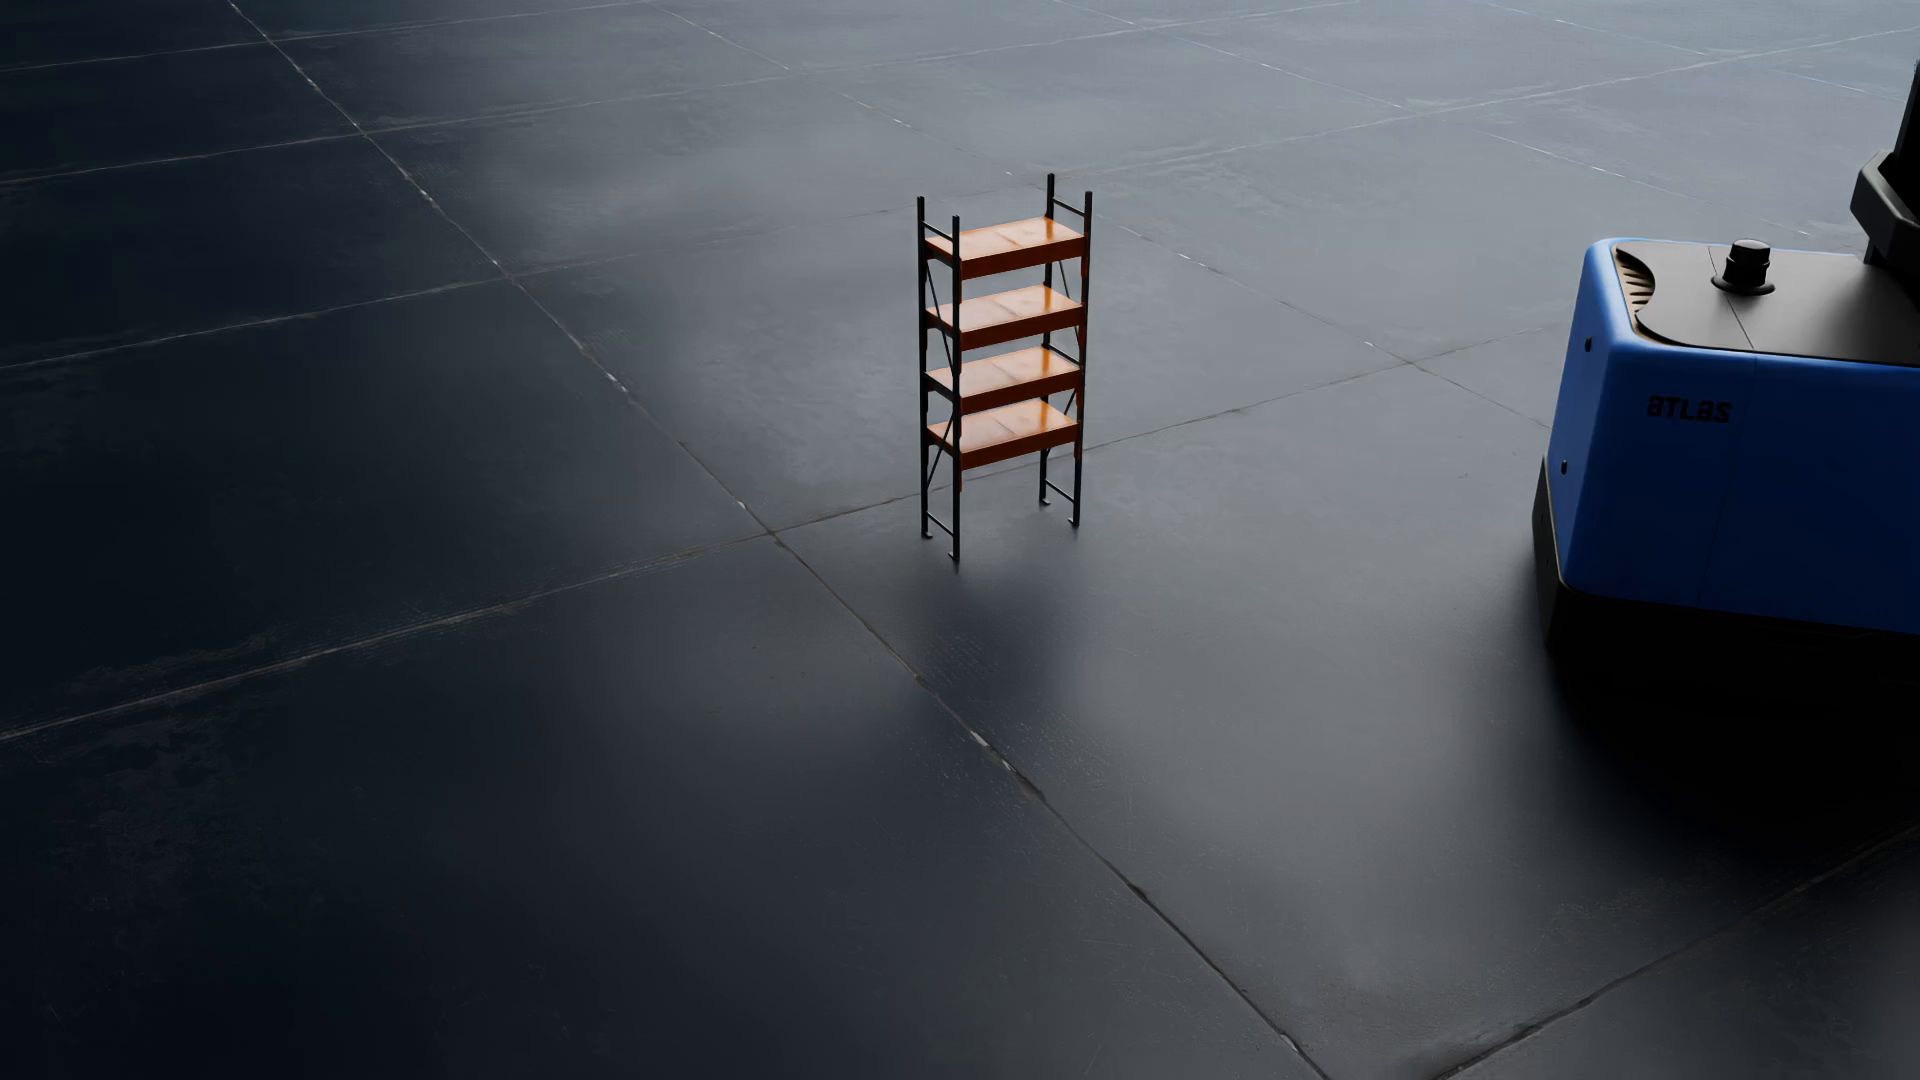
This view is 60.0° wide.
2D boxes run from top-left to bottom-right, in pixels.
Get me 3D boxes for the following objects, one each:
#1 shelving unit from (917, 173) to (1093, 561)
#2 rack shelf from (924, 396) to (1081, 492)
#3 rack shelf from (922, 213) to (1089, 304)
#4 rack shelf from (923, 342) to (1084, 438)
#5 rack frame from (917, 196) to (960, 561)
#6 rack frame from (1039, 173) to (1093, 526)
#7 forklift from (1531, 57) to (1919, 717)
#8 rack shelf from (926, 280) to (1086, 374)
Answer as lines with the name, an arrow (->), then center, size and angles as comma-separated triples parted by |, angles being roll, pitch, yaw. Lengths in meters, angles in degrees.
shelving unit -> 0.143, -0.566, 5.534 | 0.503, 1.200, 0.258 | -16, 33, -26
rack shelf -> 0.143, -0.333, 5.662 | 0.480, 0.148, 0.258 | -16, 33, -26
rack shelf -> 0.143, -0.910, 5.344 | 0.480, 0.148, 0.258 | -16, 33, -26
rack shelf -> 0.143, -0.507, 5.566 | 0.480, 0.148, 0.258 | -16, 33, -26
rack frame -> -0.068, -0.506, 5.425 | 0.015, 1.200, 0.240 | -16, 33, -26
rack frame -> 0.353, -0.626, 5.642 | 0.015, 1.200, 0.240 | -16, 33, -26
forklift -> 3.338, -0.919, 4.382 | 3.031, 2.935, 1.130 | 7, 30, 12
rack shelf -> 0.143, -0.703, 5.458 | 0.480, 0.148, 0.258 | -16, 33, -26
